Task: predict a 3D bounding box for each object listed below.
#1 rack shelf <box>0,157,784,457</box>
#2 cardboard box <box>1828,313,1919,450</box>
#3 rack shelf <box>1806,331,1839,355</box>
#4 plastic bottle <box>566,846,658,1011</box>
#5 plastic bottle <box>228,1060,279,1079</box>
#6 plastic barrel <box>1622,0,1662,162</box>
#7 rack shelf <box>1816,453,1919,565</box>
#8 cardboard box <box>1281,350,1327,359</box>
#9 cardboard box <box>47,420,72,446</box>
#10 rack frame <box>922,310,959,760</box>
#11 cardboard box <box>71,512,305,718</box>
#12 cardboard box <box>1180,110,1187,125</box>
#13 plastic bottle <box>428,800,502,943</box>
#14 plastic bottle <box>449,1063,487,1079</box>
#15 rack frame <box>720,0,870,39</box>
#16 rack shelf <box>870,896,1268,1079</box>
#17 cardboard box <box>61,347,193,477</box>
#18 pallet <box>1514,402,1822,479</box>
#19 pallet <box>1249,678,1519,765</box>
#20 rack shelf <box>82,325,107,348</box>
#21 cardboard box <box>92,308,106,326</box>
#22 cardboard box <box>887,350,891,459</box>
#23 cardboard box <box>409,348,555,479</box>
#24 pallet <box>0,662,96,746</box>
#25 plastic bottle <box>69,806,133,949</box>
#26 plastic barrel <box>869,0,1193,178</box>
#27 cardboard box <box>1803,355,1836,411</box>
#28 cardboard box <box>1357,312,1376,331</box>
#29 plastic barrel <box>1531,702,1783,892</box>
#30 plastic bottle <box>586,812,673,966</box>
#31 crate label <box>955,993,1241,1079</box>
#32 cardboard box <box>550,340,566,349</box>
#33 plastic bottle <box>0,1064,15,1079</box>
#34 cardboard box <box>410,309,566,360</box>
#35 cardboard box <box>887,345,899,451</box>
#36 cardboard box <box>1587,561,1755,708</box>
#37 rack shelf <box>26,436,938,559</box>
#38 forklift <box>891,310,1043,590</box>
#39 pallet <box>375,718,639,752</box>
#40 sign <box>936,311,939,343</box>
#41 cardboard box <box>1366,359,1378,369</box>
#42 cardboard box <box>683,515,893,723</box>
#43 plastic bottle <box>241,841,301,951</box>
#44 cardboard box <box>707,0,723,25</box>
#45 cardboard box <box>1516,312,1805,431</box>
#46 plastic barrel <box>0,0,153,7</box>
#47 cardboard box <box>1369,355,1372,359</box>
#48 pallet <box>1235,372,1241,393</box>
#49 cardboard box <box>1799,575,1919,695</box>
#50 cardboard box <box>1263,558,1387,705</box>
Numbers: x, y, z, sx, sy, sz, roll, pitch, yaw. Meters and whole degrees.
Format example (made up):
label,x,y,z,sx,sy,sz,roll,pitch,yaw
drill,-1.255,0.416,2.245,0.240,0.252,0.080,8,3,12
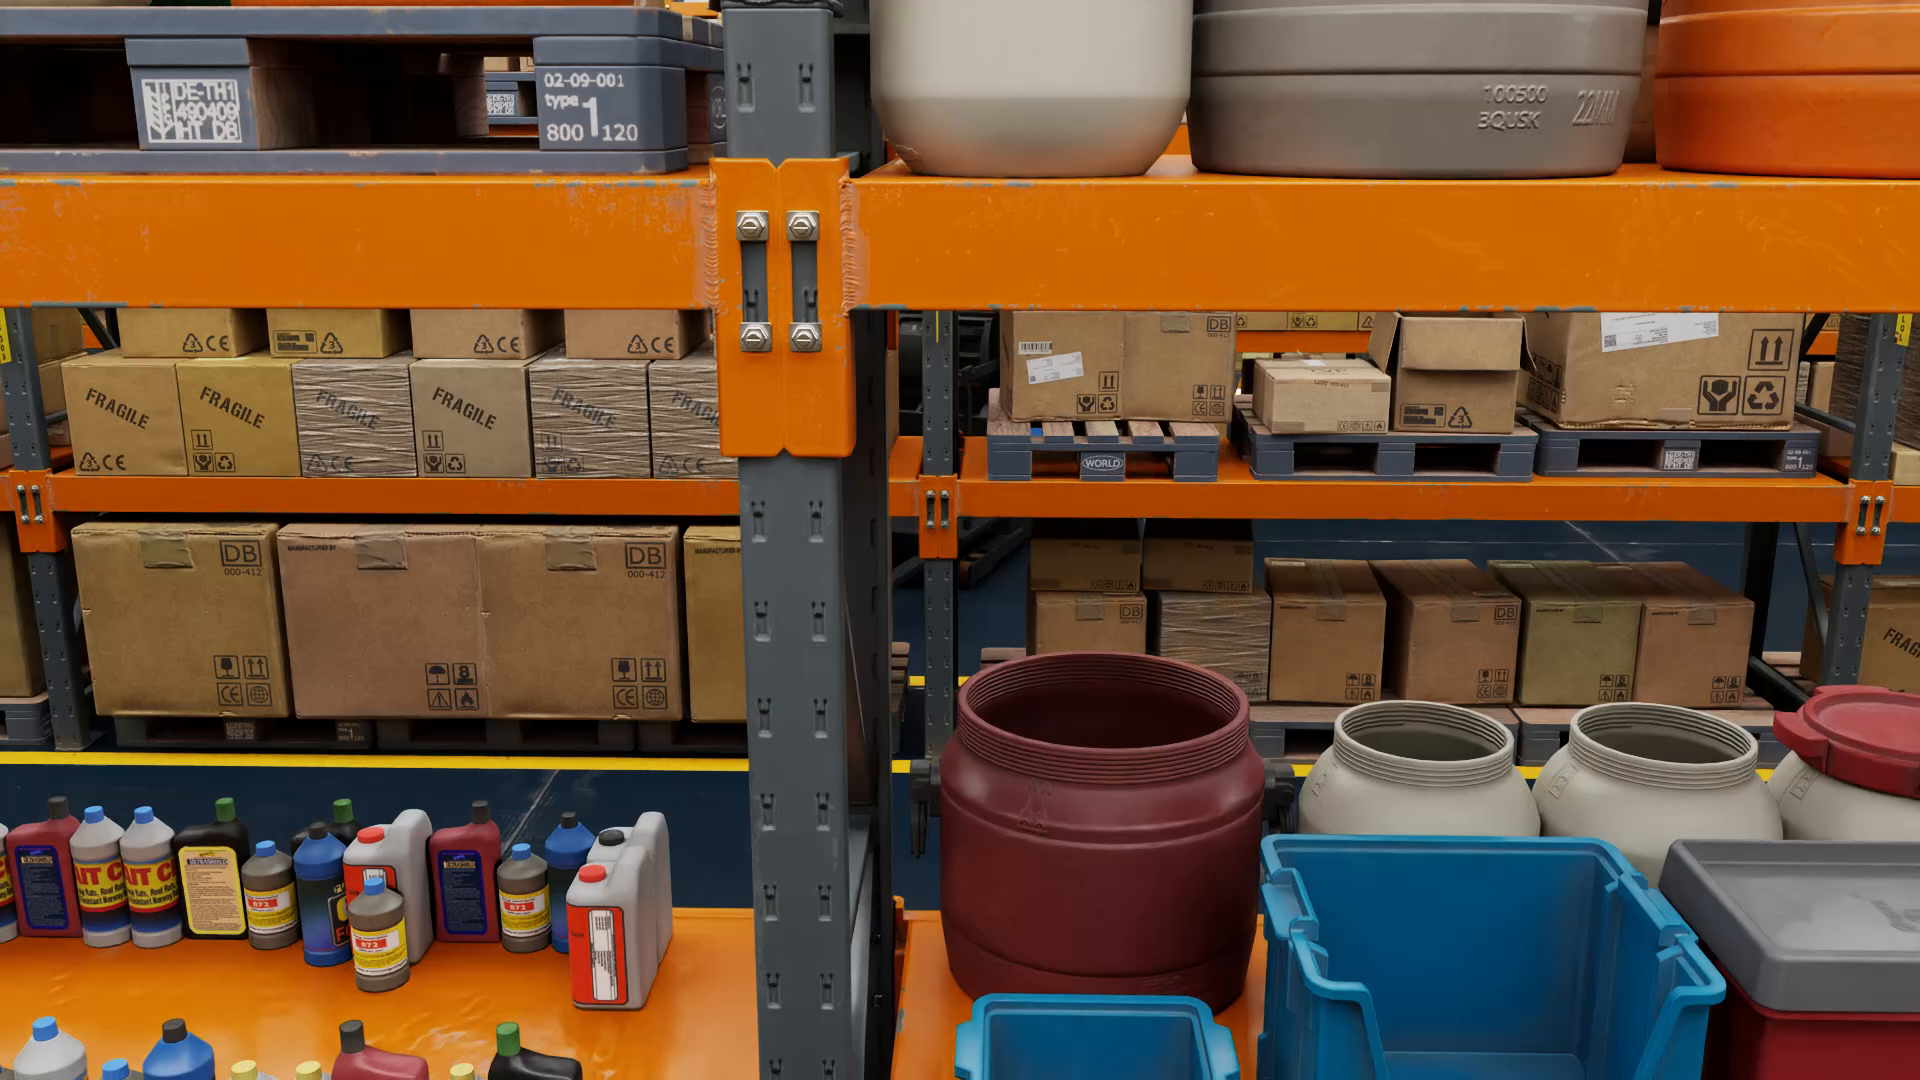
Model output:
label,x,y,z,sx,sy,sz,roll,pitch,yaw
rack shelf,-2.210,-0.428,2.612,4.000,0.370,1.077,0,15,1
cardboard box,4.363,-0.723,7.421,0.500,0.500,0.875,0,15,1
rack shelf,6.142,-1.453,12.377,4.000,0.370,1.077,0,15,1
plastic bottle,-0.639,0.701,3.046,0.135,0.276,0.152,0,15,1
plastic bottle,-1.069,0.882,2.505,0.097,0.201,0.097,0,15,0
plastic barrel,1.067,-0.747,2.683,0.301,0.262,0.301,0,15,0
rack shelf,5.914,-0.189,7.585,4.000,0.370,1.077,0,15,1
cardboard box,1.590,-0.772,7.825,0.258,0.266,0.396,0,15,0
cardboard box,-4.370,-0.567,8.101,0.250,0.149,0.380,0,15,2
rack frame,-0.084,-0.576,7.641,0.127,3.000,1.000,0,15,1
cardboard box,-3.442,0.222,7.961,0.875,0.875,1.225,0,15,2
cardboard box,0.893,-1.882,7.007,0.500,0.250,0.500,1,15,3
plastic bottle,-0.962,0.645,3.244,0.133,0.283,0.061,0,15,1
plastic bottle,-0.741,0.884,2.497,0.097,0.201,0.097,0,15,0
rack frame,-0.210,-2.213,2.089,0.127,3.000,1.000,0,15,1
rack shelf,1.789,1.048,2.896,4.000,0.370,1.077,0,15,1
cardboard box,-3.629,-0.583,7.474,0.500,0.500,0.500,0,15,2
pallet,3.155,-0.499,7.727,1.213,0.211,1.003,0,15,1
pallet,1.914,0.787,7.944,1.213,0.211,1.003,0,15,1
rack shelf,-5.854,-1.531,12.673,4.000,0.370,1.077,0,15,1
cardboard box,-6.236,-1.695,12.376,0.250,0.149,0.380,0,15,0
cardboard box,-0.583,-0.564,7.401,0.500,0.500,0.500,1,15,3
cardboard box,-2.110,-0.575,7.442,0.500,0.500,0.500,1,15,2
pallet,-4.841,0.722,8.190,1.213,0.211,1.003,0,15,1
plastic bottle,-1.674,0.651,3.246,0.097,0.271,0.097,0,15,0
plastic barrel,0.092,-0.737,2.153,0.421,0.512,0.421,0,15,0
cardboard box,6.582,-0.956,12.426,0.875,0.875,0.875,0,15,1
cardboard box,3.109,-1.801,12.089,0.500,0.500,0.500,0,15,1
plastic barrel,1.245,0.588,3.010,0.421,0.512,0.421,0,15,0
plastic bottle,-0.635,0.662,3.193,0.135,0.276,0.152,0,15,1
crate label,0.201,0.867,2.503,0.416,0.233,0.303,0,15,1
cardboard box,-2.090,-0.705,7.938,0.500,0.500,0.500,0,15,2
plastic bottle,-1.458,0.880,2.515,0.097,0.201,0.097,0,15,0
cardboard box,-2.136,-1.125,7.563,0.637,0.503,0.797,1,15,3
cardboard box,-0.563,-0.696,7.904,0.500,0.500,0.500,1,15,3
cardboard box,3.302,0.437,7.841,0.500,0.500,0.700,-1,15,-3
rack shelf,-2.083,-0.241,7.783,4.000,0.370,1.077,0,15,1
forklift,-0.318,-1.245,10.313,1.130,2.935,3.031,6,16,21
pallet,-2.087,0.740,8.122,1.213,0.211,1.003,0,15,1
sign,-0.095,-0.994,6.957,0.005,0.325,0.100,0,15,1
cardboard box,3.520,-0.910,12.496,0.750,0.750,1.050,0,15,1
cardboard box,-0.773,0.239,7.896,0.875,0.875,1.225,0,15,-1
plastic bottle,-1.346,0.687,3.246,0.097,0.201,0.097,0,15,0
cardboard box,-0.695,-2.265,7.137,0.637,0.503,0.797,1,15,5
cardboard box,3.124,-1.083,7.568,1.000,1.000,1.000,0,15,2
plastic barrel,-1.286,-0.869,2.320,0.301,0.262,0.301,0,15,0
cardboard box,4.152,-1.780,15.623,0.500,0.500,0.500,0,15,1
pallet,3.390,-1.733,17.495,1.213,0.211,1.003,0,15,1
cardboard box,4.314,0.469,7.759,0.500,0.500,0.500,0,15,0
cardboard box,1.708,0.422,7.898,0.500,0.500,0.700,2,15,6
